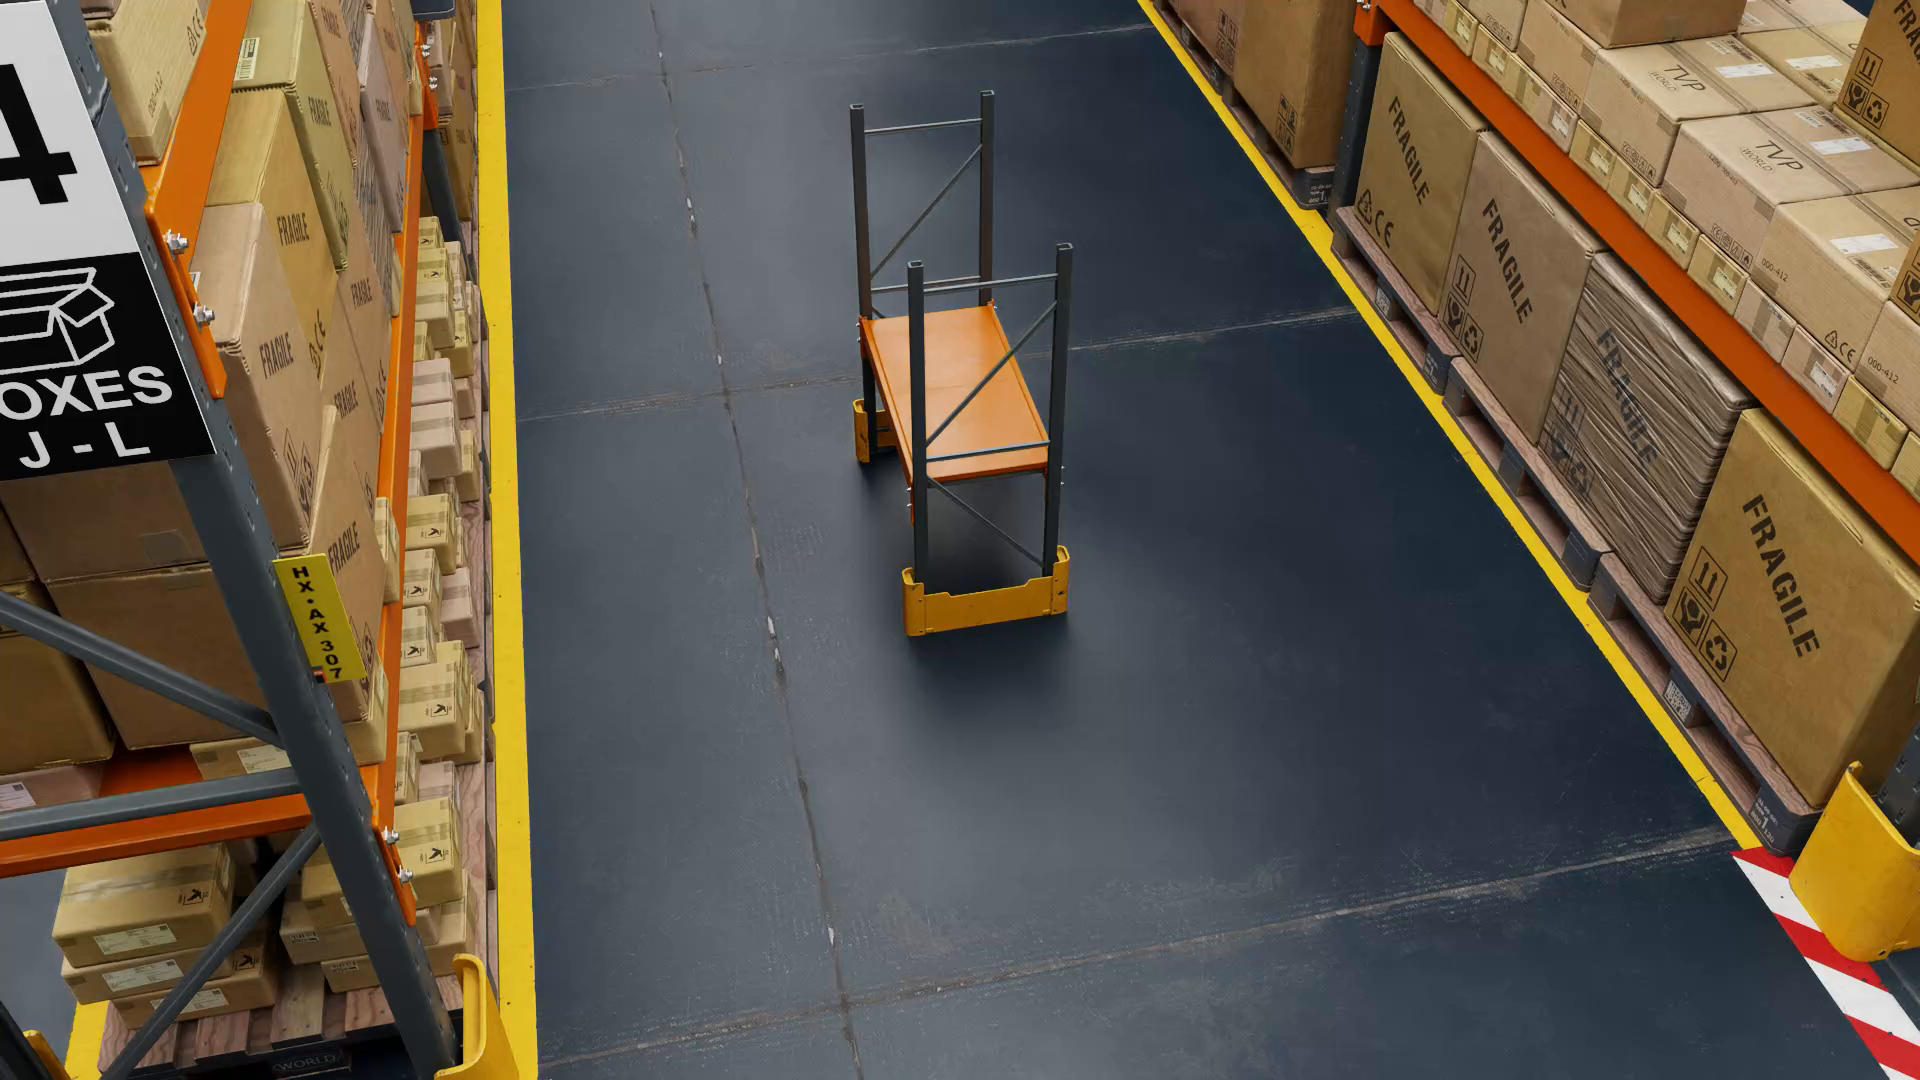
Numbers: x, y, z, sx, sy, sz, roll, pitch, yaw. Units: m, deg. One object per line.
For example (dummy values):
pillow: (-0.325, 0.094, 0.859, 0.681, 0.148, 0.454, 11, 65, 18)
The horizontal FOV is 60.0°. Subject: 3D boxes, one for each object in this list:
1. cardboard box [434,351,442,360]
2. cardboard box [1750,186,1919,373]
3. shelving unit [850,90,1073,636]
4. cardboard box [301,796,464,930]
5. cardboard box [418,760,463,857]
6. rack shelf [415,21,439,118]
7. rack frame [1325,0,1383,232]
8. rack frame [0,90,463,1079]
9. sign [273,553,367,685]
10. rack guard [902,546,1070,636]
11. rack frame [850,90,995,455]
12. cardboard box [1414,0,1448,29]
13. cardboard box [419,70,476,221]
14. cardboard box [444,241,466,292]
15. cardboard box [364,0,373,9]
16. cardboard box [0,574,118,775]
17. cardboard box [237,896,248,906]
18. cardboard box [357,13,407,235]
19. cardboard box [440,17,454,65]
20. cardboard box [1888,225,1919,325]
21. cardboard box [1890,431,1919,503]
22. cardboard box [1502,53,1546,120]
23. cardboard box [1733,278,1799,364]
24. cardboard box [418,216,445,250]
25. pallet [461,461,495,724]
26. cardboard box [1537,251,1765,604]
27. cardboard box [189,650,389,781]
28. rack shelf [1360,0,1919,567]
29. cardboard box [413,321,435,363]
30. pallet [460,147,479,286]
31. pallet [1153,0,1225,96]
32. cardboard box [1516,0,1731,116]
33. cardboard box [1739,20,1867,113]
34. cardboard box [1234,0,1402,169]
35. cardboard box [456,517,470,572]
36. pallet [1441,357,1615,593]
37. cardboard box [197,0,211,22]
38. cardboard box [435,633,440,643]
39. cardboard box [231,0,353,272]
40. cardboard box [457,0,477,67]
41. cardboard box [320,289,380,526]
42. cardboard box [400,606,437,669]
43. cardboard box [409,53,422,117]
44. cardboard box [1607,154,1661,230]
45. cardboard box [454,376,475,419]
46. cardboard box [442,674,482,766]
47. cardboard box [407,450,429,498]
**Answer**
cardboard box: (-2.129, -0.559, 6.227, 0.380, 0.149, 0.250, -8, 42, -9)
cardboard box: (2.644, -0.749, 4.724, 0.500, 0.250, 0.500, -9, 42, -10)
shelving unit: (-0.016, -0.610, 5.808, 0.587, 1.500, 1.083, -8, 42, -9)
cardboard box: (-1.530, 0.854, 4.411, 0.380, 0.149, 0.250, -10, 43, -11)
cardboard box: (-1.615, 0.792, 4.705, 0.380, 0.149, 0.250, -9, 42, -9)
rack shelf: (-3.044, -3.064, 7.984, 1.077, 0.370, 4.000, -8, 42, -9)
rack frame: (2.253, -2.682, 7.012, 1.000, 3.000, 0.127, -8, 42, -9)
rack frame: (-1.748, 0.556, 3.364, 1.000, 3.000, 0.127, -8, 42, -9)
sign: (-1.219, 0.154, 3.164, 0.100, 0.325, 0.005, -8, 42, -9)
rack guard: (0.091, 0.180, 5.859, 0.587, 0.250, 0.087, -8, 42, -9)
rack frame: (-0.128, -0.946, 6.186, 0.500, 1.500, 0.032, -8, 42, -9)
cardboard box: (2.049, -2.178, 6.634, 0.380, 0.149, 0.250, -10, 43, -11)
cardboard box: (-2.512, -1.776, 7.558, 0.500, 0.500, 0.500, -7, 42, -8)
cardboard box: (-2.233, -1.080, 6.815, 0.380, 0.149, 0.250, -8, 42, -8)
cardboard box: (-2.129, -1.959, 5.145, 0.500, 0.500, 0.500, -10, 42, -11)
cardboard box: (-2.097, 0.153, 3.519, 0.500, 0.500, 0.500, -8, 42, -8)
cardboard box: (-2.220, 1.002, 4.693, 0.380, 0.149, 0.250, -7, 42, -8)
cardboard box: (-2.015, -1.253, 5.103, 0.500, 0.500, 0.500, -9, 42, -10)
cardboard box: (-2.631, -2.401, 7.697, 0.500, 0.250, 0.500, -7, 42, -8)
cardboard box: (2.755, -0.703, 4.106, 0.500, 0.500, 0.500, -8, 42, -9)
cardboard box: (2.718, -0.179, 4.381, 0.380, 0.149, 0.250, -8, 42, -8)
cardboard box: (2.220, -1.672, 6.063, 0.380, 0.149, 0.250, -9, 42, -10)
cardboard box: (2.554, -0.673, 4.938, 0.380, 0.149, 0.250, -8, 42, -9)
cardboard box: (-2.281, -1.157, 6.677, 0.380, 0.149, 0.250, -7, 42, -8)
pallet: (-2.166, 0.229, 5.833, 1.003, 0.211, 1.213, -8, 42, -9)
cardboard box: (2.704, -0.445, 5.776, 0.875, 0.875, 0.875, -8, 42, -9)
cardboard box: (-1.498, 0.393, 3.737, 0.380, 0.149, 0.250, -9, 42, -10)
rack shelf: (2.685, -1.117, 5.790, 1.077, 0.370, 4.000, -8, 42, -9)
cardboard box: (-2.146, -0.657, 6.114, 0.380, 0.149, 0.250, -7, 42, -8)
pallet: (-2.781, -1.498, 7.779, 1.003, 0.211, 1.213, -8, 42, -9)
pallet: (1.746, -2.921, 9.382, 1.003, 0.211, 1.213, -8, 42, -9)
cardboard box: (2.318, -1.737, 5.836, 0.500, 0.250, 0.500, -7, 42, -8)
cardboard box: (2.935, -1.494, 5.562, 0.500, 0.250, 0.500, -9, 42, -10)
cardboard box: (2.095, -2.456, 8.042, 1.225, 0.875, 0.875, -8, 42, -9)
cardboard box: (-1.896, 0.079, 5.733, 0.380, 0.149, 0.250, -8, 42, -9)
pallet: (2.608, -0.343, 6.477, 1.003, 0.211, 1.213, -8, 42, -9)
cardboard box: (-1.705, -1.179, 3.172, 0.500, 0.250, 0.500, -7, 42, -8)
cardboard box: (-1.854, 0.306, 5.253, 0.380, 0.149, 0.250, -10, 43, -11)
cardboard box: (-1.792, -0.962, 4.022, 0.500, 0.500, 0.500, -9, 42, -10)
cardboard box: (-2.839, -2.785, 8.695, 0.500, 0.500, 0.500, -10, 43, -11)
cardboard box: (-1.716, -0.266, 3.991, 0.500, 0.500, 0.500, -8, 42, -9)
cardboard box: (-1.770, 0.362, 4.965, 0.380, 0.149, 0.250, -10, 43, -11)
cardboard box: (-2.160, -1.640, 6.027, 0.380, 0.149, 0.250, -9, 42, -10)
cardboard box: (2.388, -1.170, 5.498, 0.380, 0.149, 0.250, -8, 42, -8)
cardboard box: (-2.100, -0.580, 6.475, 0.380, 0.149, 0.250, -10, 43, -11)
cardboard box: (-1.694, 0.580, 5.168, 0.380, 0.149, 0.250, -8, 42, -9)
cardboard box: (-1.981, -0.145, 5.537, 0.380, 0.149, 0.250, -8, 42, -9)
